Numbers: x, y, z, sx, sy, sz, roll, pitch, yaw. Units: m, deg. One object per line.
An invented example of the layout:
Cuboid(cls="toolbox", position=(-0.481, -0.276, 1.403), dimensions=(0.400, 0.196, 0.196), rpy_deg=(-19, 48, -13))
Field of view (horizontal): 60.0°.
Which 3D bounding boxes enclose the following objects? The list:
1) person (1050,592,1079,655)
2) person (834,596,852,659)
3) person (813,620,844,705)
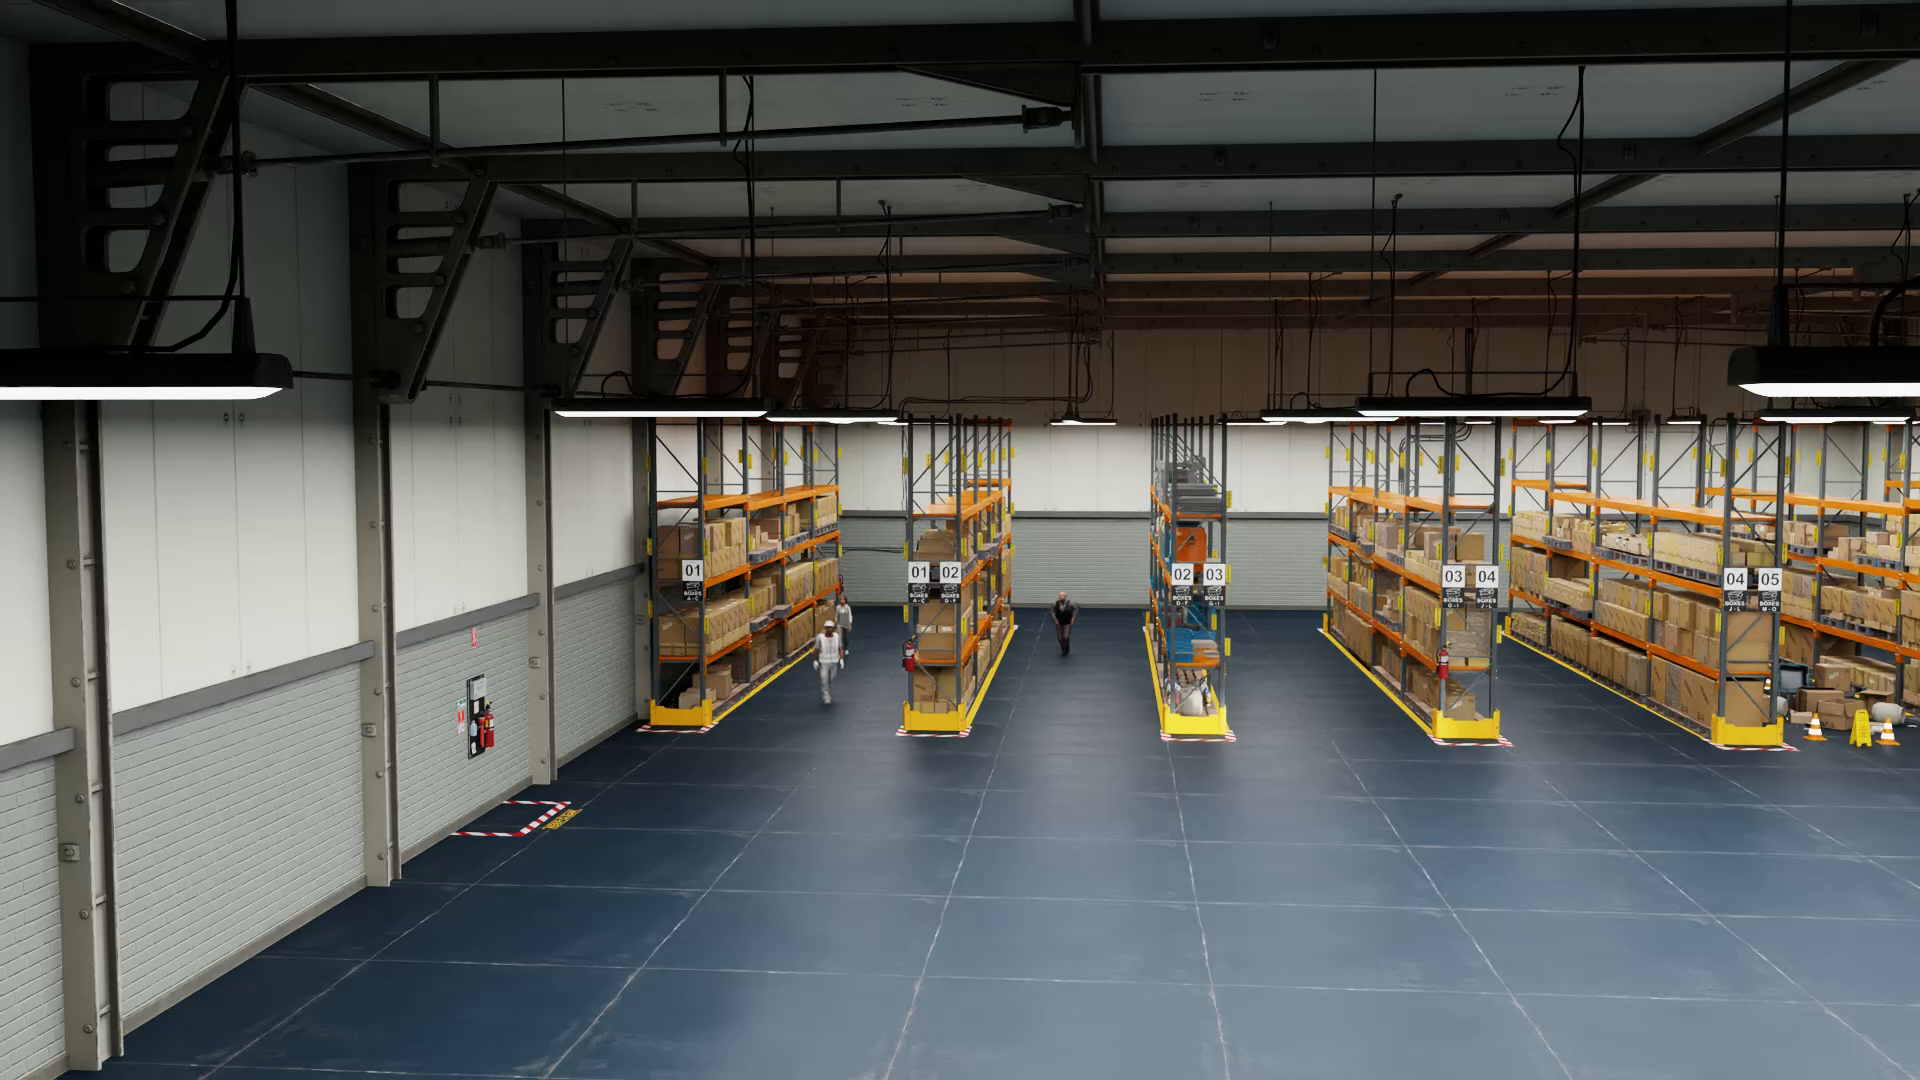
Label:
Cuboid(cls="person", position=(2.626, 2.098, 41.754), dimensions=(0.693, 1.635, 0.722), rpy_deg=(1, 4, 13))
Cuboid(cls="person", position=(-2.902, 2.149, 41.327), dimensions=(0.439, 1.537, 0.972), rpy_deg=(0, 4, -2))
Cuboid(cls="person", position=(-2.679, 2.519, 34.303), dimensions=(0.577, 1.722, 1.065), rpy_deg=(-2, 4, -25))
